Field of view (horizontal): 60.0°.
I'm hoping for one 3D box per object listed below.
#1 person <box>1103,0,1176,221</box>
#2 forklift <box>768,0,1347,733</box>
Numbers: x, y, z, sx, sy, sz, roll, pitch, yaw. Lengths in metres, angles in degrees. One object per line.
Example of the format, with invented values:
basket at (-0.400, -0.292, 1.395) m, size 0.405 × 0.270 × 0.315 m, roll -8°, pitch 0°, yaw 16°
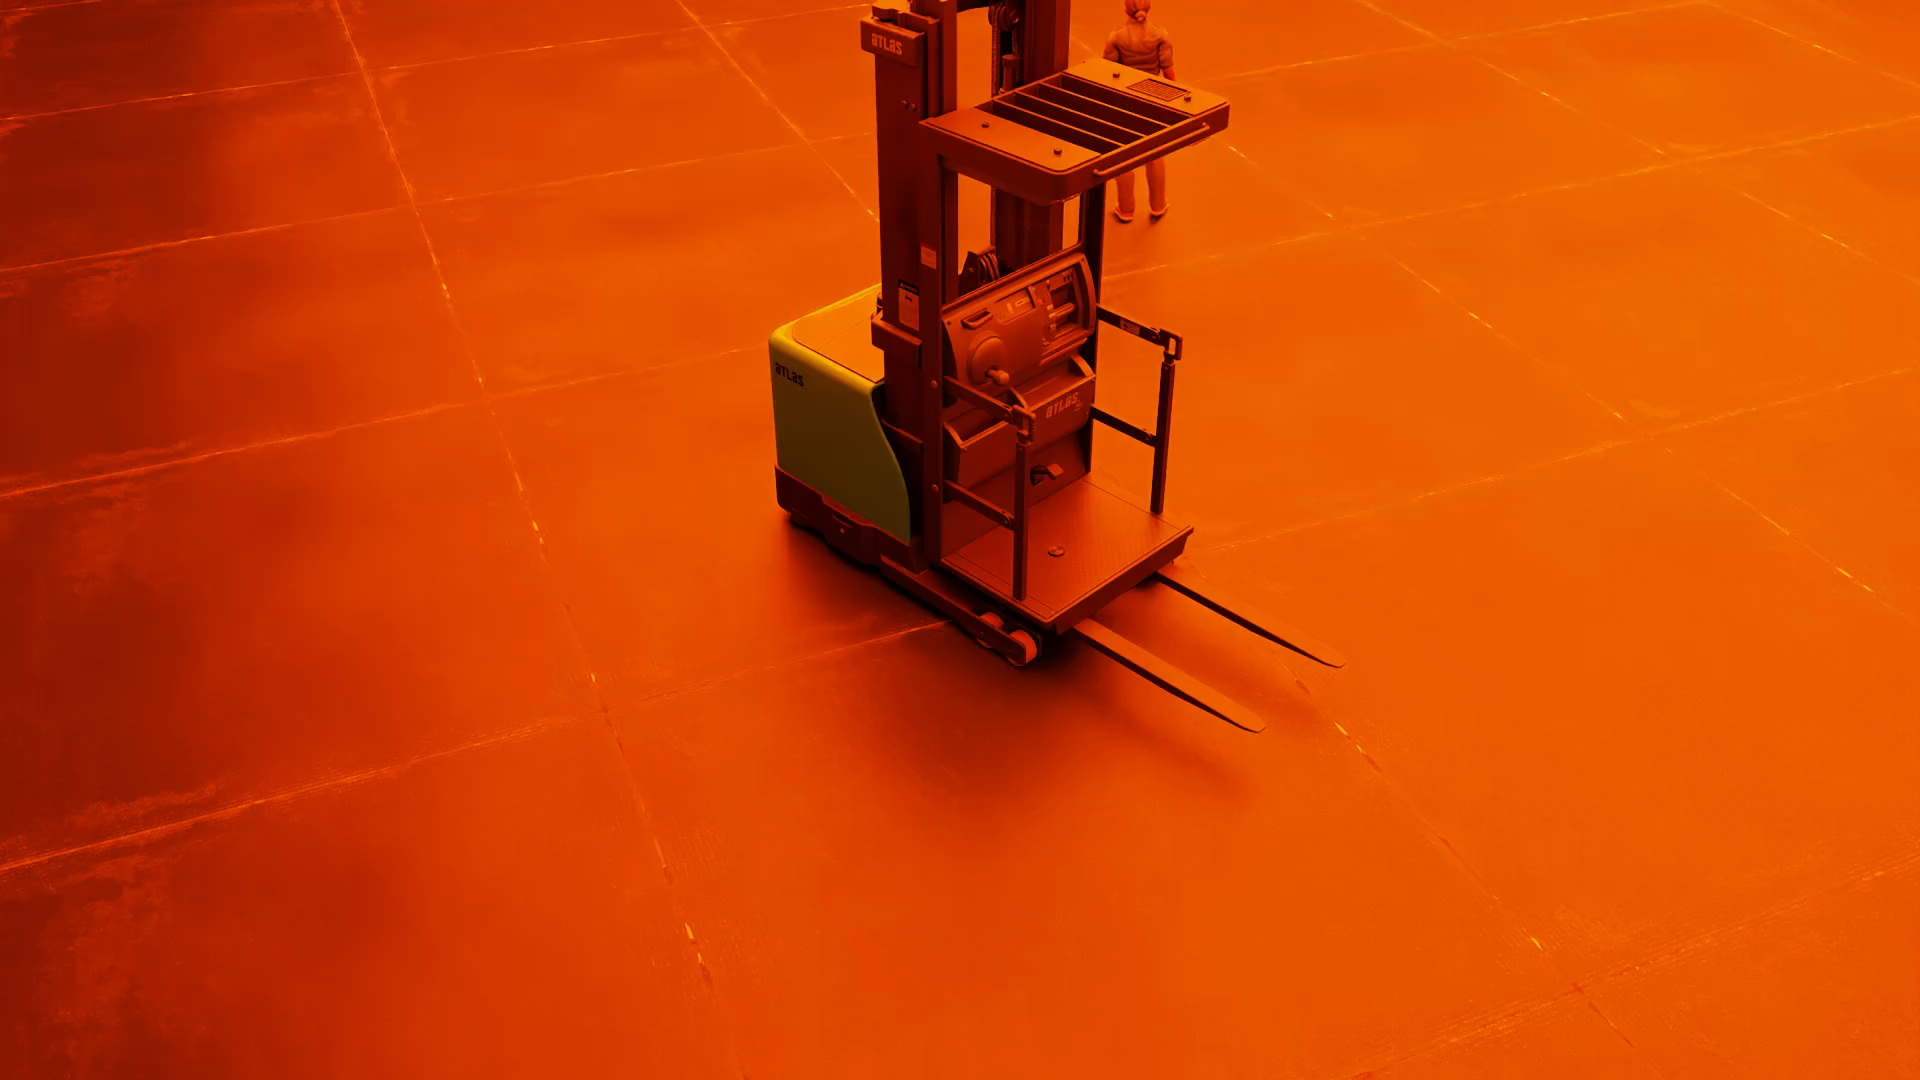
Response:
person at (1.217, -2.996, 11.414) m, size 0.565 × 1.645 × 0.501 m, roll 2°, pitch 35°, yaw 3°
forklift at (0.432, -0.946, 7.429) m, size 3.031 × 2.935 × 1.130 m, roll 30°, pitch 45°, yaw 35°
